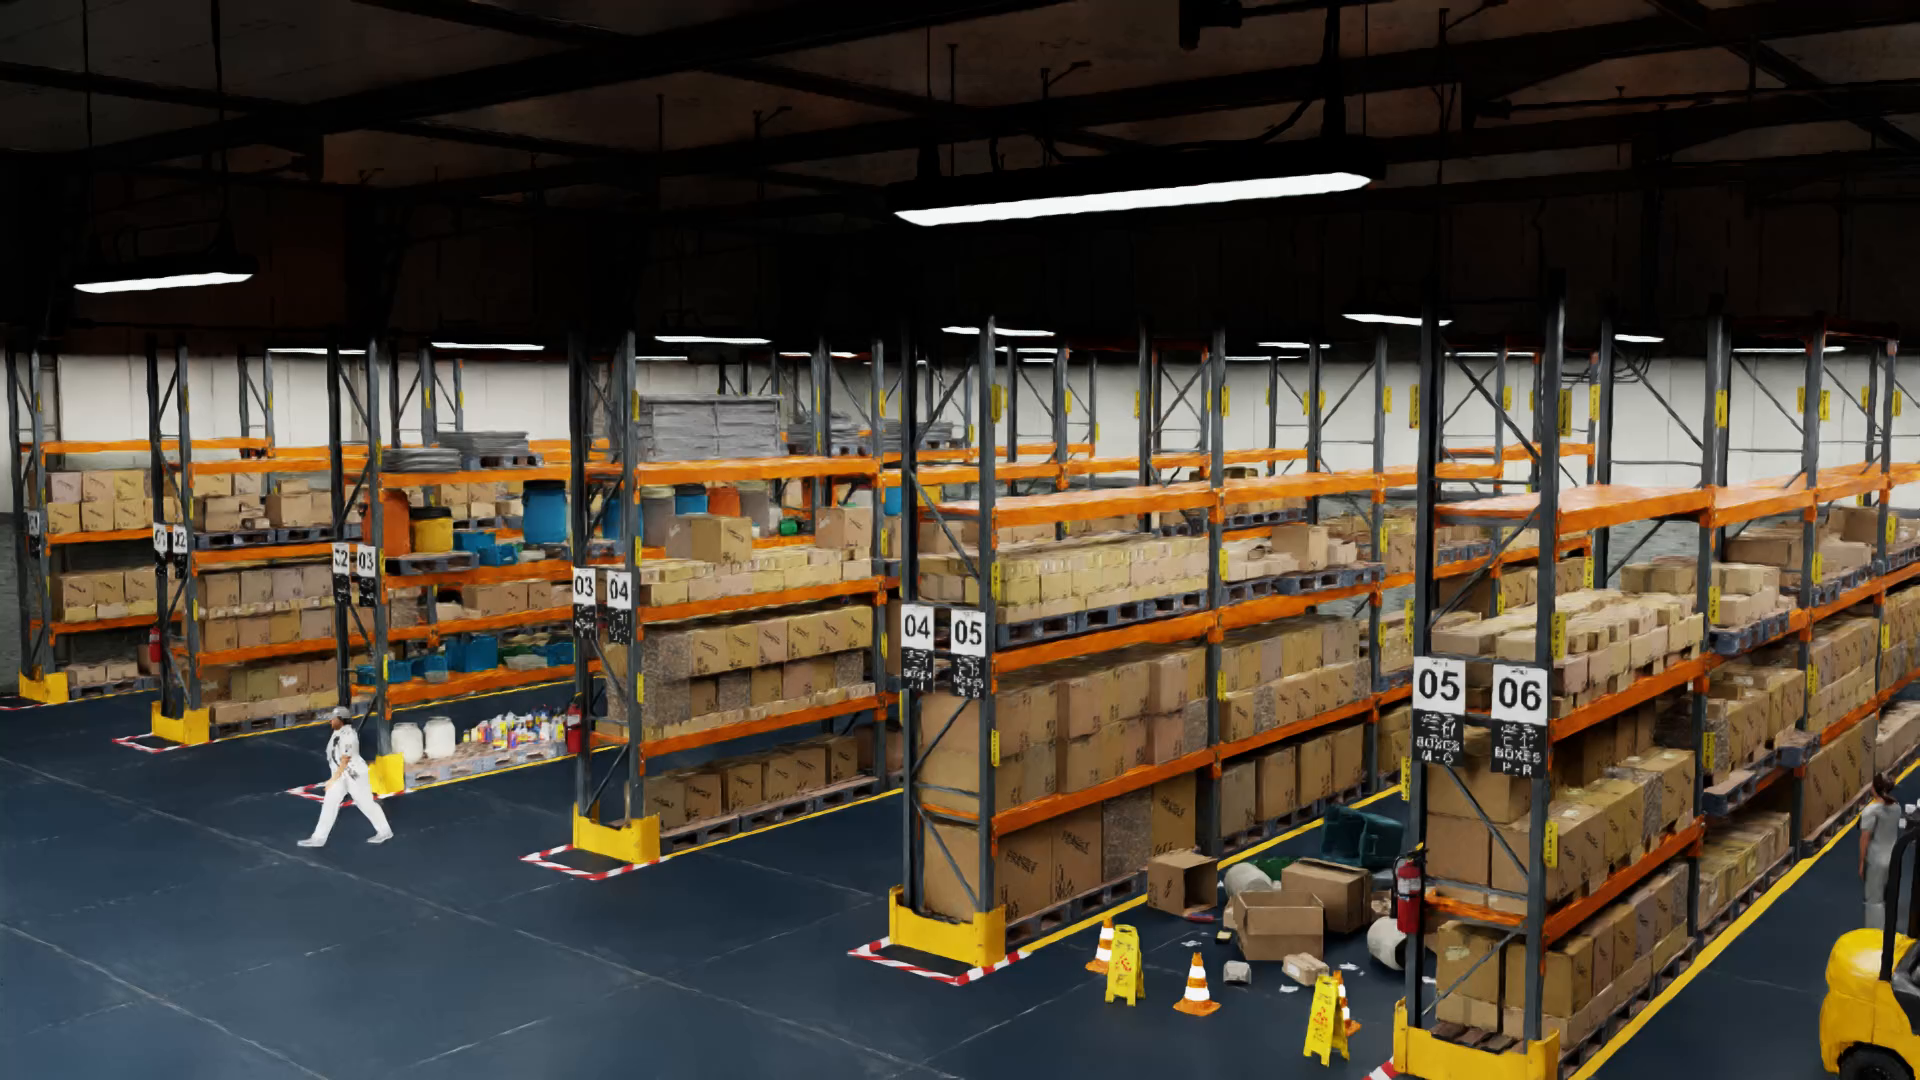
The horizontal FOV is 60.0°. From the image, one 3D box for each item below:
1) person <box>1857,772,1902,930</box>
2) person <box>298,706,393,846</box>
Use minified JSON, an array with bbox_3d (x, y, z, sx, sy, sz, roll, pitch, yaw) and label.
[{"bbox_3d":[8.395,2.945,15.277,0.486,1.674,0.481,-2,5,-20],"label":"person"},{"bbox_3d":[-6.951,2.663,18.798,0.994,1.594,0.479,-5,7,-41],"label":"person"}]
